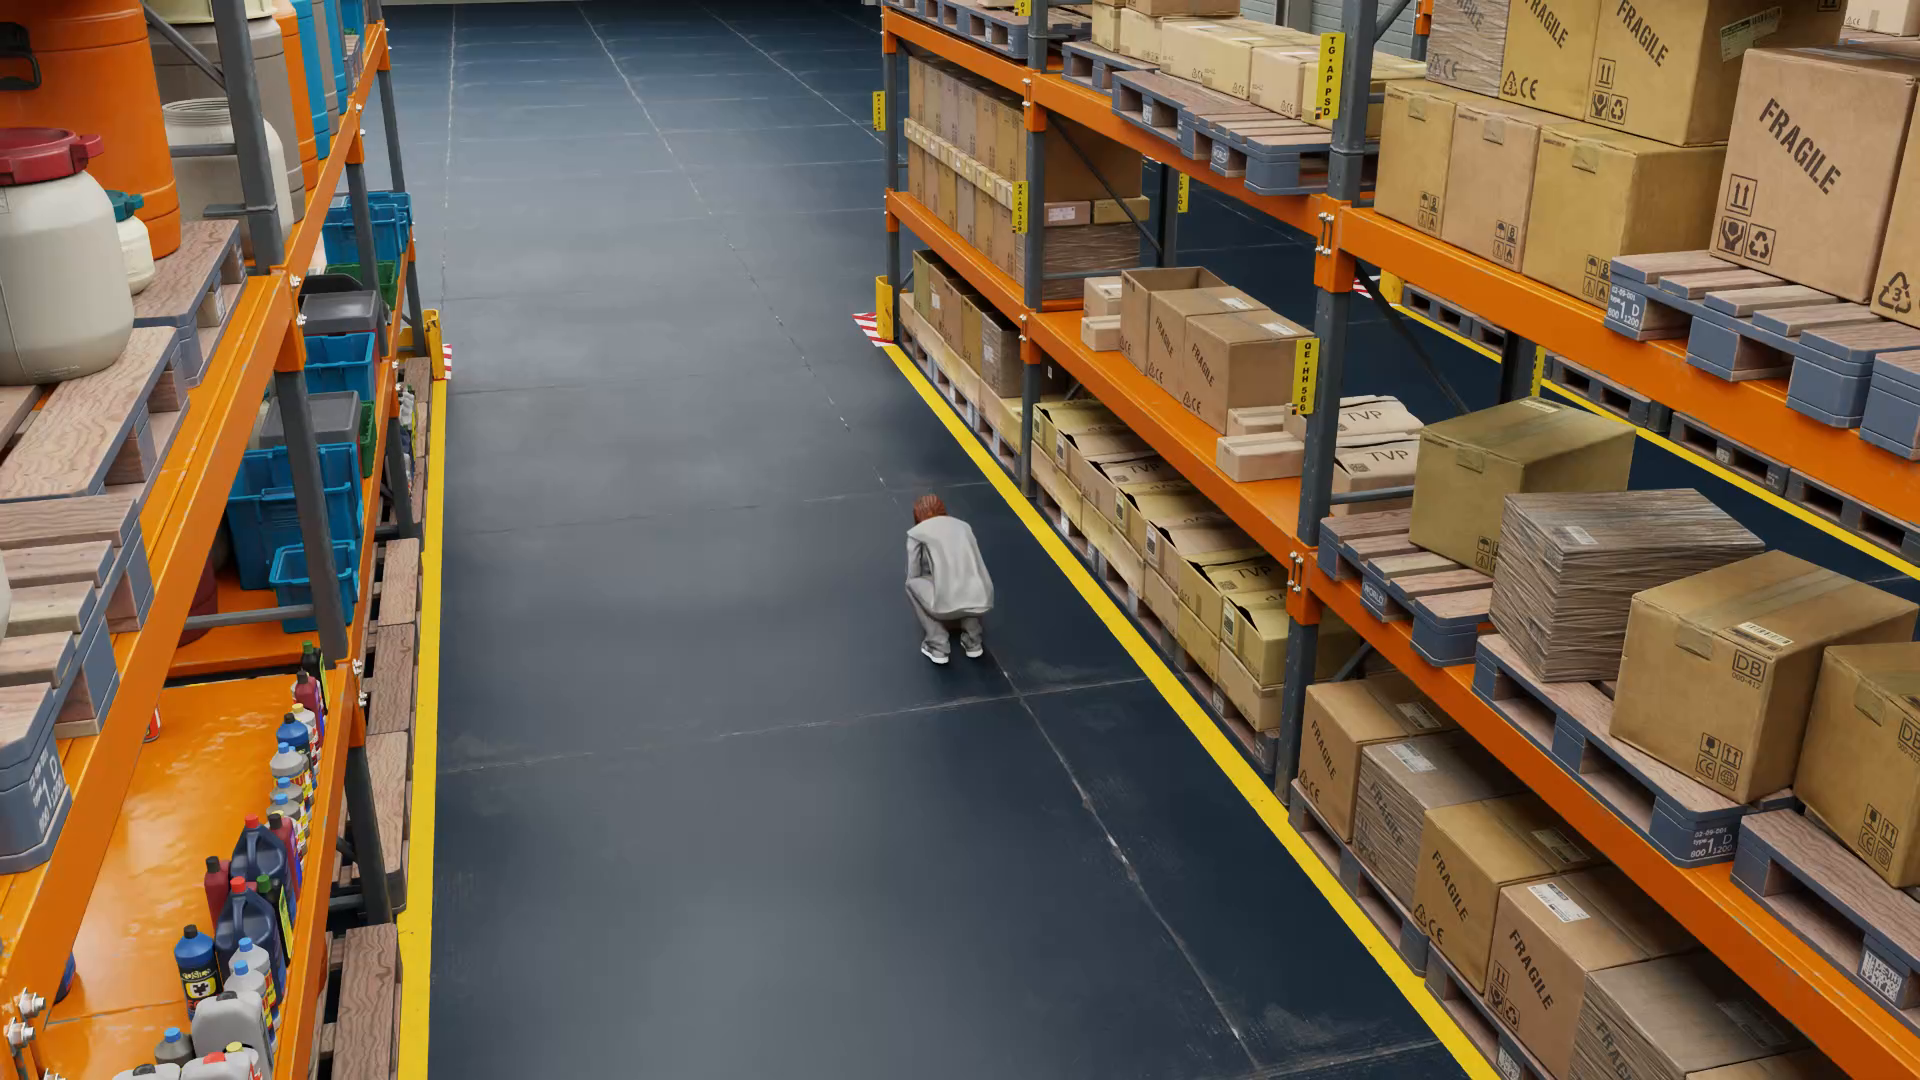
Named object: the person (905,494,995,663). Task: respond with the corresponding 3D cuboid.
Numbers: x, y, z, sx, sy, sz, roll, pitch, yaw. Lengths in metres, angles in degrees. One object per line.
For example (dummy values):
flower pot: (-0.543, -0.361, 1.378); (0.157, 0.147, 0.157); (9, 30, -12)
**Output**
person: (-0.066, 0.227, 9.118); (0.438, 0.784, 0.803); (-6, 24, -14)
